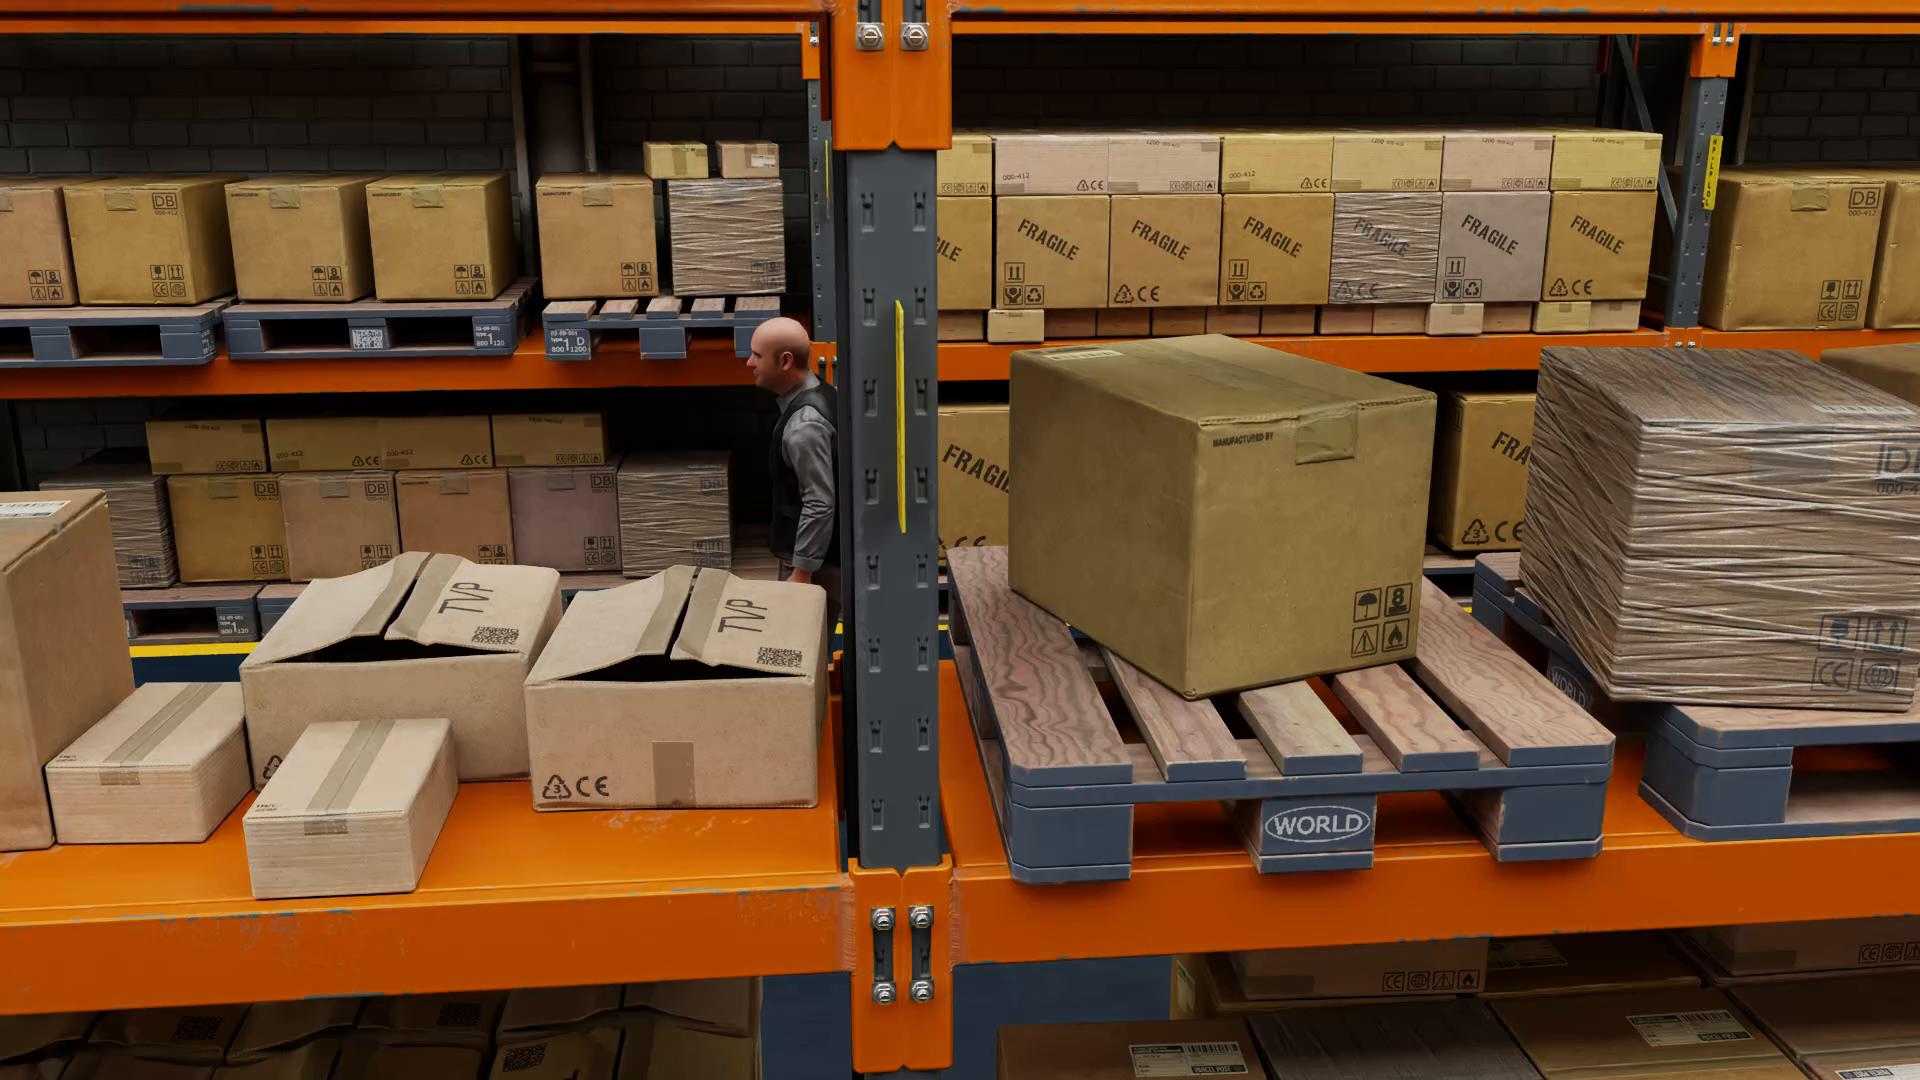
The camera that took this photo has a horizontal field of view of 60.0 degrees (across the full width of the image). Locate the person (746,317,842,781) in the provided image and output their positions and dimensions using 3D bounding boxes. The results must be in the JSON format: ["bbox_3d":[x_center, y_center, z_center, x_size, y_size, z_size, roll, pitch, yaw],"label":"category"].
[{"bbox_3d":[-0.518,0.071,5.844,0.412,1.721,0.582,-2,17,-6],"label":"person"}]
